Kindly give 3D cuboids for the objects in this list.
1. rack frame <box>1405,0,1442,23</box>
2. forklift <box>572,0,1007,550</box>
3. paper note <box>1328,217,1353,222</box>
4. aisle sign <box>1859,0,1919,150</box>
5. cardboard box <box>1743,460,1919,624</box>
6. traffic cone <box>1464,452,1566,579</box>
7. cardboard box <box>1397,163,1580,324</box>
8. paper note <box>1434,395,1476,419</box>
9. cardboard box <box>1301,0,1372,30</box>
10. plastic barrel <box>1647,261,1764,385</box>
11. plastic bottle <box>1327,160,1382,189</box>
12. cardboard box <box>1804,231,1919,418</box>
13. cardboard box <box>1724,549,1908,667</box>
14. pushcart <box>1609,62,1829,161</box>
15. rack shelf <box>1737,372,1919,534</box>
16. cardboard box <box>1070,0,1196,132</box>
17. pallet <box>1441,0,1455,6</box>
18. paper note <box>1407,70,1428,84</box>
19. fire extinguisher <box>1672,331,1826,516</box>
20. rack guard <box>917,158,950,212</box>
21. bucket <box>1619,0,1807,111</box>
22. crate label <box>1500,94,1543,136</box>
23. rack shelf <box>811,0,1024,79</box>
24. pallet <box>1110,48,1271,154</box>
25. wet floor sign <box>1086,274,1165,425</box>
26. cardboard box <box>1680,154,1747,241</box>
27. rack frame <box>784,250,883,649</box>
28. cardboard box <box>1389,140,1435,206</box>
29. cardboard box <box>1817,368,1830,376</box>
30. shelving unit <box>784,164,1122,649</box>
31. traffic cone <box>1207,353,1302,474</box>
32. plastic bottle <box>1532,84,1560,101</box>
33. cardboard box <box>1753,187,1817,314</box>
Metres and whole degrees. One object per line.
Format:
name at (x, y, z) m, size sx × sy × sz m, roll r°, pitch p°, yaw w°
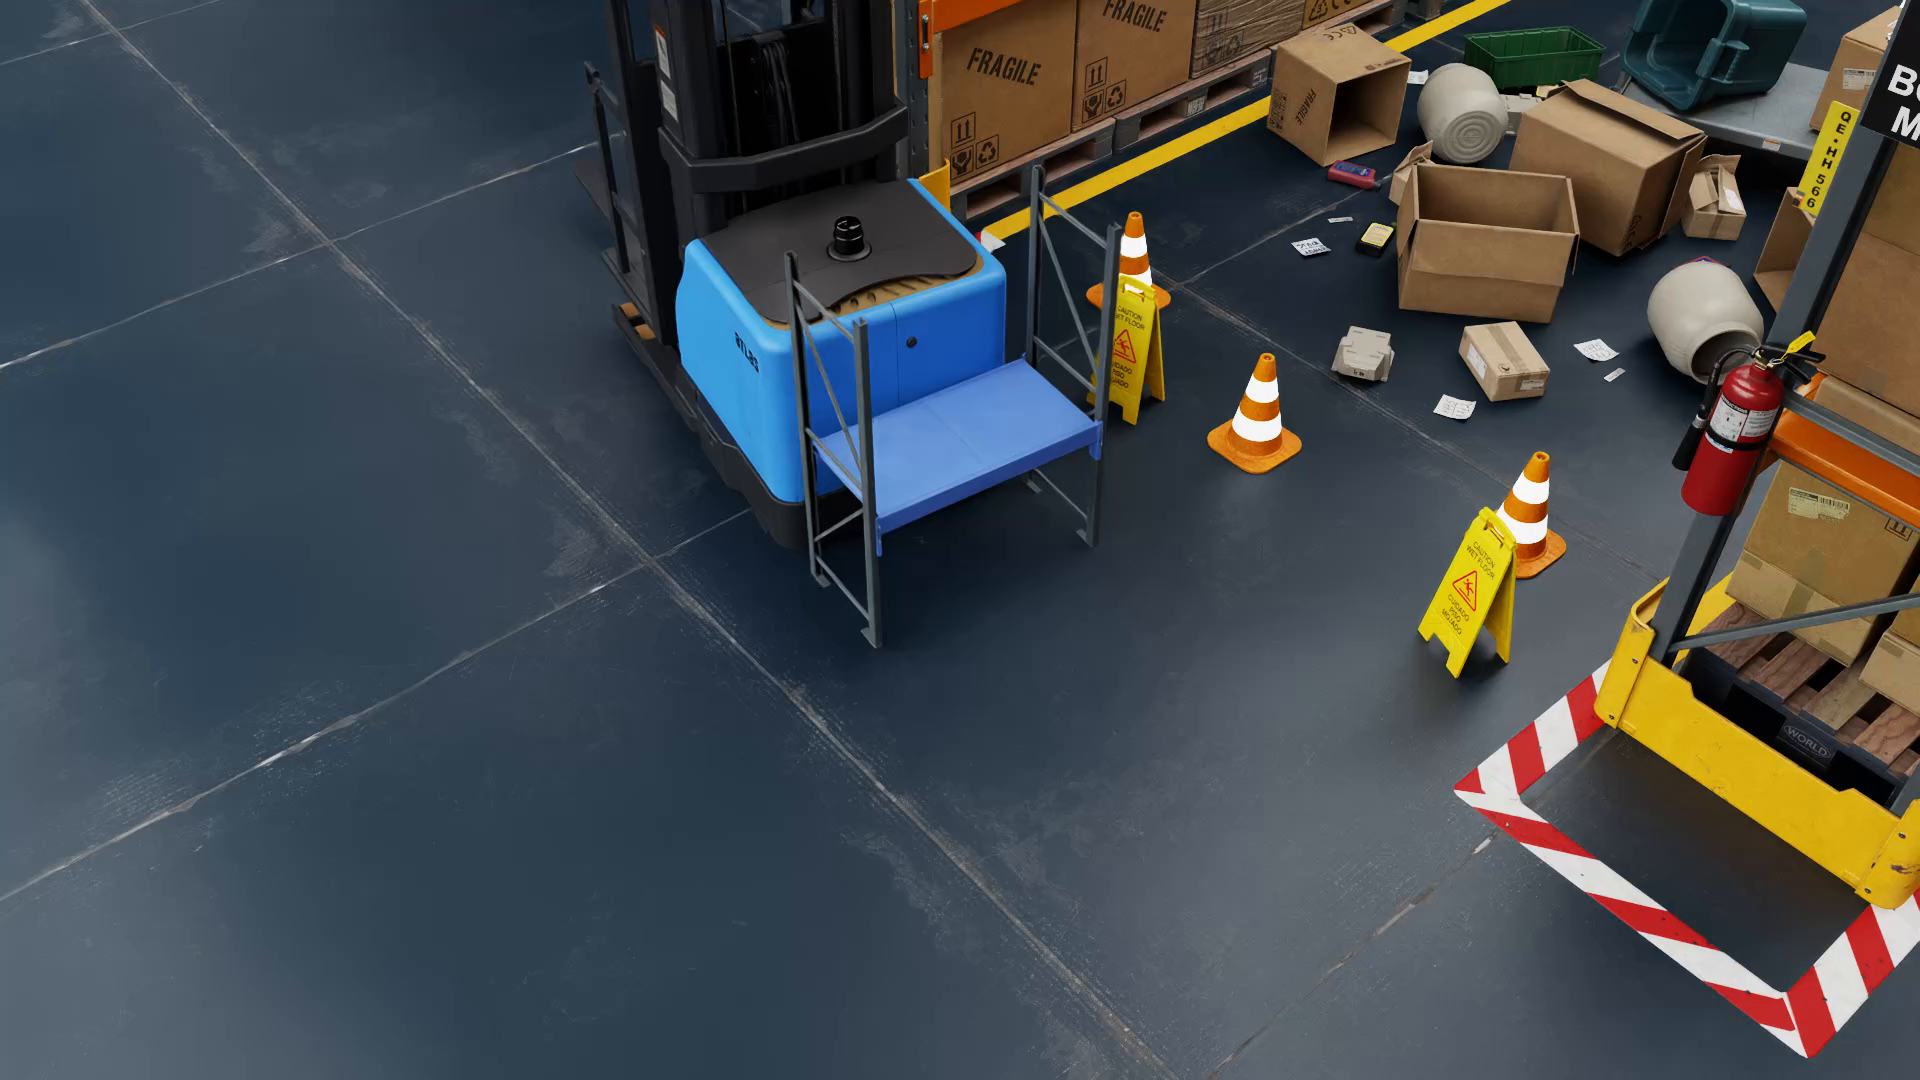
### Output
rack frame at (2.558, -4.523, 9.375) m, size 0.127 × 3.000 × 1.000 m, roll -30°, pitch 51°, yaw -28°
forklift at (-0.957, -2.031, 6.771) m, size 1.130 × 2.935 × 3.031 m, roll -21°, pitch 47°, yaw -21°
paper note at (1.941, -1.634, 8.483) m, size 0.123 × 0.001 × 0.032 m, roll -7°, pitch 44°, yaw -7°
aisle sign at (2.510, -1.284, 4.027) m, size 0.004 × 0.787 × 0.394 m, roll -30°, pitch 51°, yaw -28°
cardboard box at (3.190, -0.124, 5.845) m, size 0.500 × 0.500 × 0.500 m, roll -29°, pitch 51°, yaw -28°
traffic cone at (2.245, -0.153, 6.574) m, size 0.334 × 0.463 × 0.336 m, roll -30°, pitch 51°, yaw -28°
cardboard box at (2.466, -1.402, 7.875) m, size 0.797 × 0.503 × 0.637 m, roll 7°, pitch 44°, yaw 7°
paper note at (2.191, -0.589, 7.355) m, size 0.148 × 0.019 × 0.142 m, roll 22°, pitch 47°, yaw 21°
cardboard box at (2.031, -3.662, 9.703) m, size 0.875 × 0.875 × 0.875 m, roll -29°, pitch 50°, yaw -27°
plastic barrel at (3.356, -0.974, 7.478) m, size 0.421 × 0.421 × 0.512 m, roll 0°, pitch 43°, yaw 0°
plastic bottle at (2.090, -1.914, 8.743) m, size 0.283 × 0.061 × 0.133 m, roll 22°, pitch 47°, yaw 21°
cardboard box at (2.983, -0.739, 5.055) m, size 0.500 × 0.500 × 0.500 m, roll -31°, pitch 51°, yaw -29°
cardboard box at (3.209, 0.131, 6.121) m, size 0.500 × 0.250 × 0.500 m, roll -30°, pitch 51°, yaw -28°
pushcart at (4.310, -2.187, 8.803) m, size 1.648 × 0.377 × 0.936 m, roll 22°, pitch 47°, yaw 21°
rack shelf at (4.277, -0.827, 5.965) m, size 4.000 × 0.370 × 1.077 m, roll -30°, pitch 51°, yaw -28°
cardboard box at (0.641, -2.865, 8.854) m, size 0.875 × 0.875 × 0.875 m, roll -31°, pitch 51°, yaw -28°
pallet at (3.101, -3.885, 10.732) m, size 1.213 × 0.211 × 1.003 m, roll -30°, pitch 51°, yaw -28°
paper note at (2.623, -2.670, 9.570) m, size 0.147 × 0.020 × 0.142 m, roll 7°, pitch 44°, yaw 7°
fire extinguisher at (2.360, -0.375, 5.014) m, size 0.183 × 0.674 × 0.296 m, roll -30°, pitch 51°, yaw -28°
rack guard at (-0.529, -1.844, 8.348) m, size 0.348 × 0.500 × 1.175 m, roll -30°, pitch 51°, yaw -28°
bucket at (3.933, -2.613, 8.622) m, size 0.620 × 0.611 × 0.726 m, roll -6°, pitch 43°, yaw -21°
crate label at (3.073, -2.344, 9.146) m, size 0.298 × 0.136 × 0.250 m, roll 7°, pitch 44°, yaw 7°
rack shelf at (1.024, -3.382, 8.686) m, size 4.000 × 0.370 × 1.077 m, roll -30°, pitch 51°, yaw -28°
pallet at (0.988, -2.675, 9.444) m, size 1.213 × 0.211 × 1.003 m, roll -30°, pitch 51°, yaw -28°
wet floor sign at (0.738, -0.855, 7.189) m, size 0.267 × 0.644 × 0.232 m, roll 30°, pitch 51°, yaw 28°
cardboard box at (3.809, -1.741, 8.409) m, size 0.258 × 0.266 × 0.396 m, roll 7°, pitch 44°, yaw 7°
rack frame at (-0.443, -0.281, 5.953) m, size 0.032 × 1.500 × 0.500 m, roll -24°, pitch 48°, yaw -23°
cardboard box at (2.421, -1.804, 8.477) m, size 0.258 × 0.266 × 0.396 m, roll -21°, pitch 47°, yaw -21°
cardboard box at (3.016, -0.566, 5.345) m, size 0.250 × 0.149 × 0.380 m, roll -30°, pitch 51°, yaw -28°
shelving unit at (-0.018, -0.471, 6.156) m, size 1.048 × 1.500 × 0.538 m, roll -24°, pitch 48°, yaw -23°
traffic cone at (1.272, -0.586, 7.036) m, size 0.334 × 0.463 × 0.336 m, roll -30°, pitch 51°, yaw -28°
plastic bottle at (3.314, -2.538, 9.408) m, size 0.133 × 0.061 × 0.283 m, roll 14°, pitch 45°, yaw 15°
cardboard box at (4.116, -1.302, 7.769) m, size 0.500 × 0.500 × 0.500 m, roll 0°, pitch 43°, yaw 0°
